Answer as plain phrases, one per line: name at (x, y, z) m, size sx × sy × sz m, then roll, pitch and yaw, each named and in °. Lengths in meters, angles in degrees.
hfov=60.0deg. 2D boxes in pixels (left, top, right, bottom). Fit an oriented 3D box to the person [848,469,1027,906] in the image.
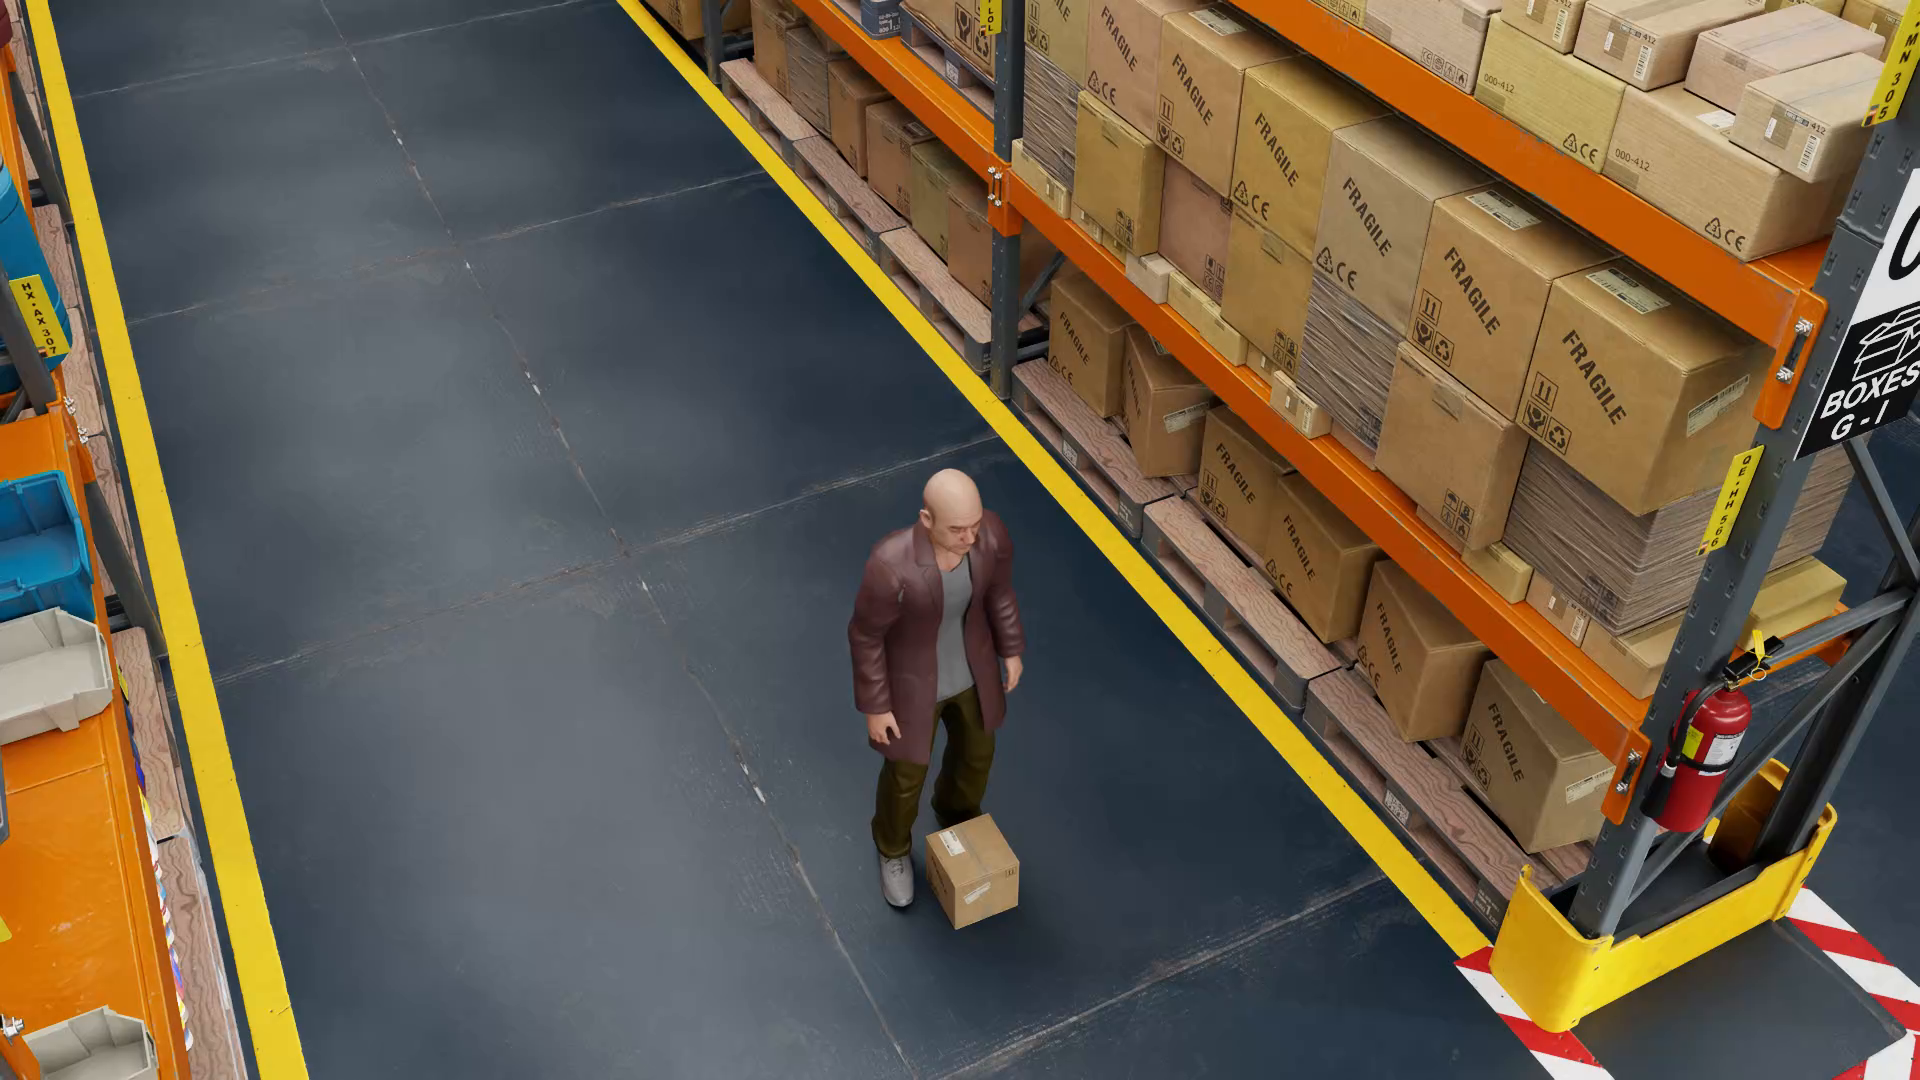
person at (-0.064, 0.463, 5.631) m, size 0.654 × 1.774 × 0.421 m, roll -21°, pitch 45°, yaw -23°
